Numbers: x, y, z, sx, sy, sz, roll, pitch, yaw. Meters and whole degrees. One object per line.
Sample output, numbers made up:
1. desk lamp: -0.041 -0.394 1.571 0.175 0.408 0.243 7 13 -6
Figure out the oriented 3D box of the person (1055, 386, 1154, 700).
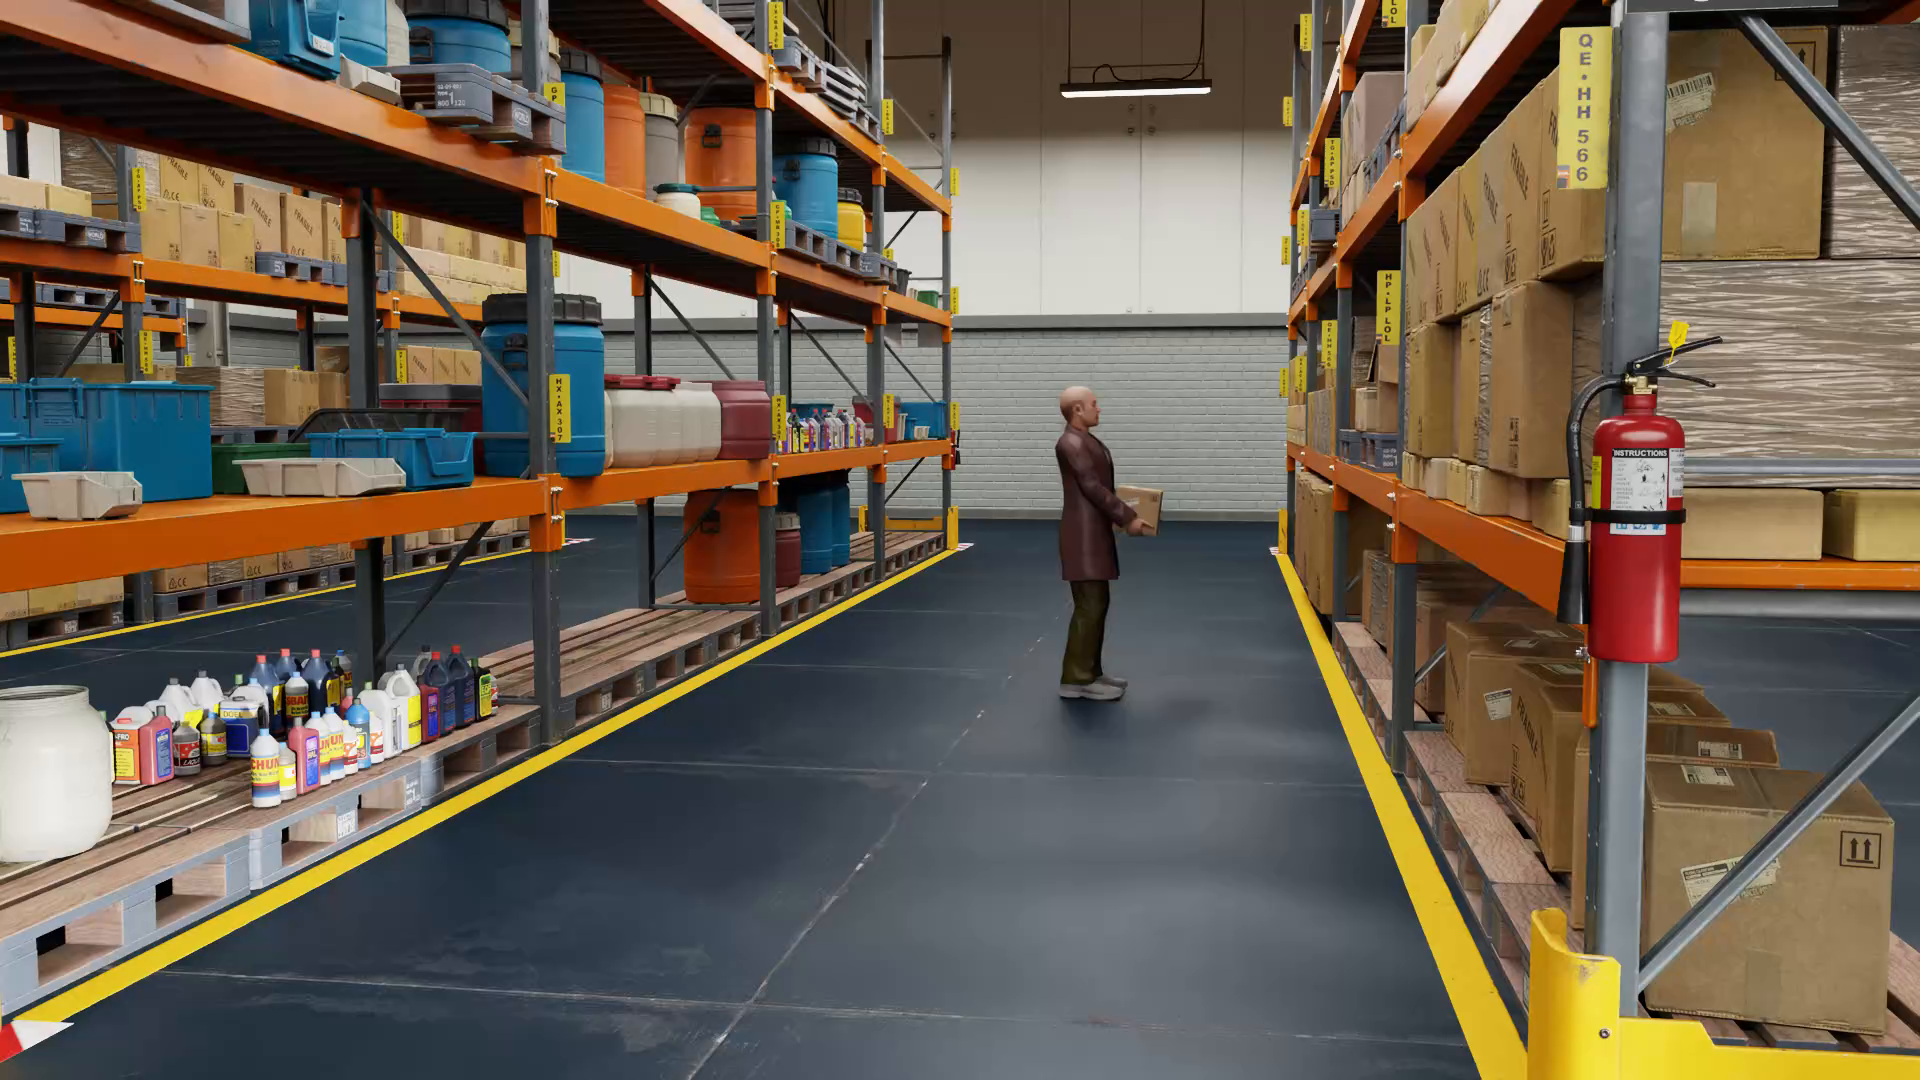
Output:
1. person: 0.836 0.008 9.511 0.560 1.772 0.529 1 4 10
